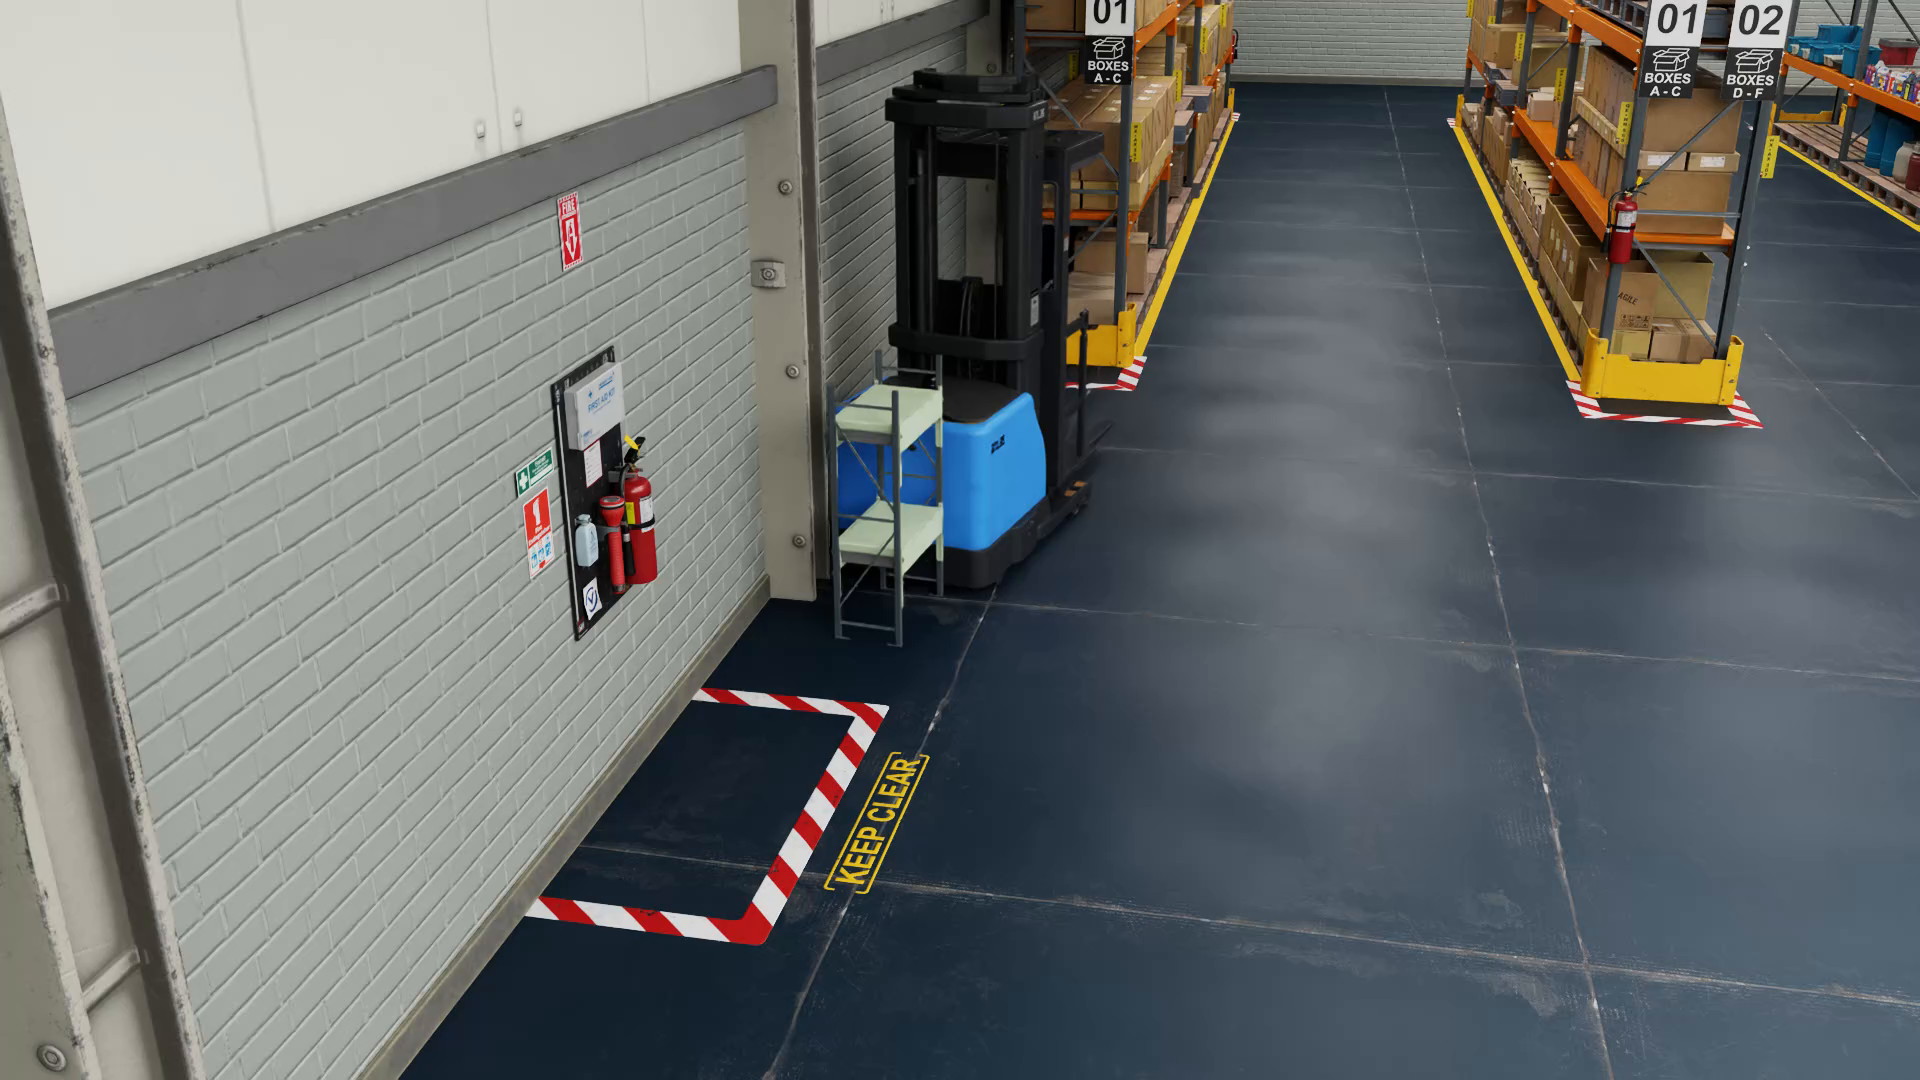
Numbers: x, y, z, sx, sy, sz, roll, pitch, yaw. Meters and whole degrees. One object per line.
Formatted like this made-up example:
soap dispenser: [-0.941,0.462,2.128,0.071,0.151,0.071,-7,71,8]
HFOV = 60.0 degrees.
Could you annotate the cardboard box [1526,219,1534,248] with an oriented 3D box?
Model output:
cardboard box: [6.517,-3.347,18.267,0.500,0.250,0.500,4,22,10]

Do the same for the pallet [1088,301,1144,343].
pallet: [1.161,-2.011,15.564,1.003,0.211,1.213,4,22,11]

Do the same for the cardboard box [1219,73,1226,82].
cardboard box: [4.317,-7.846,28.234,0.380,0.149,0.250,4,22,10]

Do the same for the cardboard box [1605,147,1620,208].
cardboard box: [6.112,-3.196,14.639,0.700,0.500,0.500,5,22,11]

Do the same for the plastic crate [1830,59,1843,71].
plastic crate: [13.058,-6.946,24.372,0.437,0.125,0.590,4,22,11]

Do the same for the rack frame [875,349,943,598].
rack frame: [-0.293,-0.375,9.778,0.400,1.500,0.023,7,23,17]

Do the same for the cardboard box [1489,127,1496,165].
cardboard box: [7.699,-5.503,23.259,0.500,0.500,0.500,5,22,12]

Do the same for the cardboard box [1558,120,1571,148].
cardboard box: [6.611,-4.342,17.800,0.396,0.266,0.258,4,22,10]

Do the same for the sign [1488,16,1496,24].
sign: [7.711,-7.435,24.140,0.100,0.325,0.005,4,22,11]

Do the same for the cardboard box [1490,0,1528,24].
cardboard box: [8.093,-7.709,24.509,0.500,0.500,0.500,5,22,11]

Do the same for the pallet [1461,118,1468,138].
pallet: [8.883,-6.844,27.566,1.003,0.211,1.213,4,22,11]

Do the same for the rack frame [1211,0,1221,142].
rack frame: [3.394,-7.371,25.140,1.000,3.000,0.127,4,22,11]

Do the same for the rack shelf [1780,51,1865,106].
rack shelf: [13.500,-7.013,25.216,1.077,0.370,4.000,4,22,11]

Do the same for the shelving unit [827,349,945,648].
shelving unit: [-0.406,-0.245,9.455,0.431,1.500,0.755,7,23,17]

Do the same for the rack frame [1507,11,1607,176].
rack frame: [7.428,-5.532,20.574,1.000,3.000,0.127,4,22,11]

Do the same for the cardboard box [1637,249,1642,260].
cardboard box: [6.312,-2.419,14.960,0.500,0.500,0.500,4,22,11]

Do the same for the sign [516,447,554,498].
sign: [-1.729,-0.278,6.772,0.001,0.109,0.331,4,22,11]

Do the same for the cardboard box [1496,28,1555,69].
cardboard box: [7.850,-6.823,23.085,0.700,0.500,0.500,8,23,19]

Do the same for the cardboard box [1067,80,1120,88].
cardboard box: [1.351,-4.388,16.903,0.500,0.500,0.500,4,22,11]

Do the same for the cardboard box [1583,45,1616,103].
cardboard box: [6.527,-4.554,16.276,0.700,0.500,0.500,5,22,11]

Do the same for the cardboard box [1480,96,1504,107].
cardboard box: [8.622,-6.728,26.297,0.797,0.503,0.637,4,22,11]

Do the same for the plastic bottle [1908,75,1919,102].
plastic bottle: [12.247,-5.783,21.265,0.144,0.351,0.185,4,22,11]

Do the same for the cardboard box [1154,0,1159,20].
cardboard box: [1.504,-4.916,14.870,0.500,0.500,0.500,6,23,13]

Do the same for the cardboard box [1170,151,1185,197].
cardboard box: [2.481,-4.685,21.229,0.700,0.500,0.500,5,22,12]

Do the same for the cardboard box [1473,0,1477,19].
cardboard box: [8.711,-8.826,27.280,0.500,0.500,0.500,5,23,13]

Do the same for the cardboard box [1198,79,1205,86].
cardboard box: [3.068,-6.086,22.259,0.380,0.149,0.250,5,23,13]

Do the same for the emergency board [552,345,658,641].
emergency board: [-1.525,-0.209,7.357,0.194,1.169,0.643,4,22,11]

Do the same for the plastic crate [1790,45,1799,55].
plastic crate: [13.389,-7.808,26.498,0.250,0.136,0.298,4,22,11]

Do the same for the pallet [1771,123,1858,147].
pallet: [13.702,-6.486,26.677,1.003,0.211,1.213,4,22,11]

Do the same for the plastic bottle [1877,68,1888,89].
plastic bottle: [12.500,-6.242,22.508,0.097,0.271,0.097,0,22,0]

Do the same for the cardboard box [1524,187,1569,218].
cardboard box: [6.617,-3.791,18.620,0.500,0.311,0.500,4,22,11]

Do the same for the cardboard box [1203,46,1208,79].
cardboard box: [3.043,-6.451,22.296,0.500,0.500,0.500,5,23,13]

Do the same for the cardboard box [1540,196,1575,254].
cardboard box: [6.210,-3.190,16.875,0.500,0.500,0.500,4,22,11]

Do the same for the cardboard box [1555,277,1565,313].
cardboard box: [5.910,-2.293,15.652,0.500,0.250,0.500,4,22,11]

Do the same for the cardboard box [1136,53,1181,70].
cardboard box: [2.259,-5.528,19.843,0.700,0.500,0.500,4,22,11]

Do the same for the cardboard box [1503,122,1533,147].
cardboard box: [7.396,-5.305,21.764,0.500,0.250,0.500,5,23,13]

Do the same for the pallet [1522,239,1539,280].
pallet: [6.723,-3.048,18.139,1.003,0.211,1.213,4,22,11]

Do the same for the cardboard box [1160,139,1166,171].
cardboard box: [1.764,-3.822,16.502,0.500,0.250,0.500,4,22,11]

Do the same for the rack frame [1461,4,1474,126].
rack frame: [9.060,-8.458,27.838,1.000,3.000,0.127,4,22,11]

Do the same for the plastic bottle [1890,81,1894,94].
plastic bottle: [12.385,-6.004,22.013,0.097,0.201,0.097,0,22,0]

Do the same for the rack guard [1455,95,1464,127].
rack guard: [9.044,-7.270,28.236,1.175,0.500,0.348,4,22,11]

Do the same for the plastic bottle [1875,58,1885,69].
plastic bottle: [12.695,-6.474,22.979,0.144,0.351,0.185,4,22,11]

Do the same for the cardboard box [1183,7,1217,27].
cardboard box: [3.435,-7.536,23.987,0.500,0.250,0.500,5,22,12]

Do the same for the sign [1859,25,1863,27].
sign: [14.450,-8.118,26.777,0.100,0.325,0.005,4,22,11]

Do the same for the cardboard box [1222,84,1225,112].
cardboard box: [4.165,-7.605,28.506,0.700,0.500,0.500,4,22,11]

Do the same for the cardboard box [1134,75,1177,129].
cardboard box: [1.967,-4.536,17.272,0.500,0.500,0.500,4,22,11]

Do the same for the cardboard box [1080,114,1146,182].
cardboard box: [1.337,-3.421,14.504,0.500,0.500,0.500,4,22,11]

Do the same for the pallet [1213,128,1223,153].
pallet: [3.625,-6.350,26.337,1.003,0.211,1.213,4,22,11]

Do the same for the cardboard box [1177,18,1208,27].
cardboard box: [3.031,-6.793,22.142,0.500,0.250,0.500,4,22,10]

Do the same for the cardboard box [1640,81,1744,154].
cardboard box: [5.914,-3.443,13.518,0.700,0.500,0.500,5,22,11]

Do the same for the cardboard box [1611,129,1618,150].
cardboard box: [5.897,-3.485,14.489,0.380,0.149,0.250,5,23,13]

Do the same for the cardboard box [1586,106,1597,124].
cardboard box: [6.213,-4.050,15.893,0.380,0.149,0.250,4,22,10]

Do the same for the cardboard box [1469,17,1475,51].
cardboard box: [8.711,-8.362,27.467,0.500,0.500,0.500,5,22,12]

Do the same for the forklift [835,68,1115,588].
forklift: [0.262,-1.587,10.872,1.130,2.935,3.031,9,24,21]

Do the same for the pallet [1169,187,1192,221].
pallet: [2.416,-4.329,21.320,1.003,0.211,1.213,4,22,11]

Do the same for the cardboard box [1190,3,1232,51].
cardboard box: [3.978,-8.519,27.589,0.980,0.700,0.700,4,22,10]
